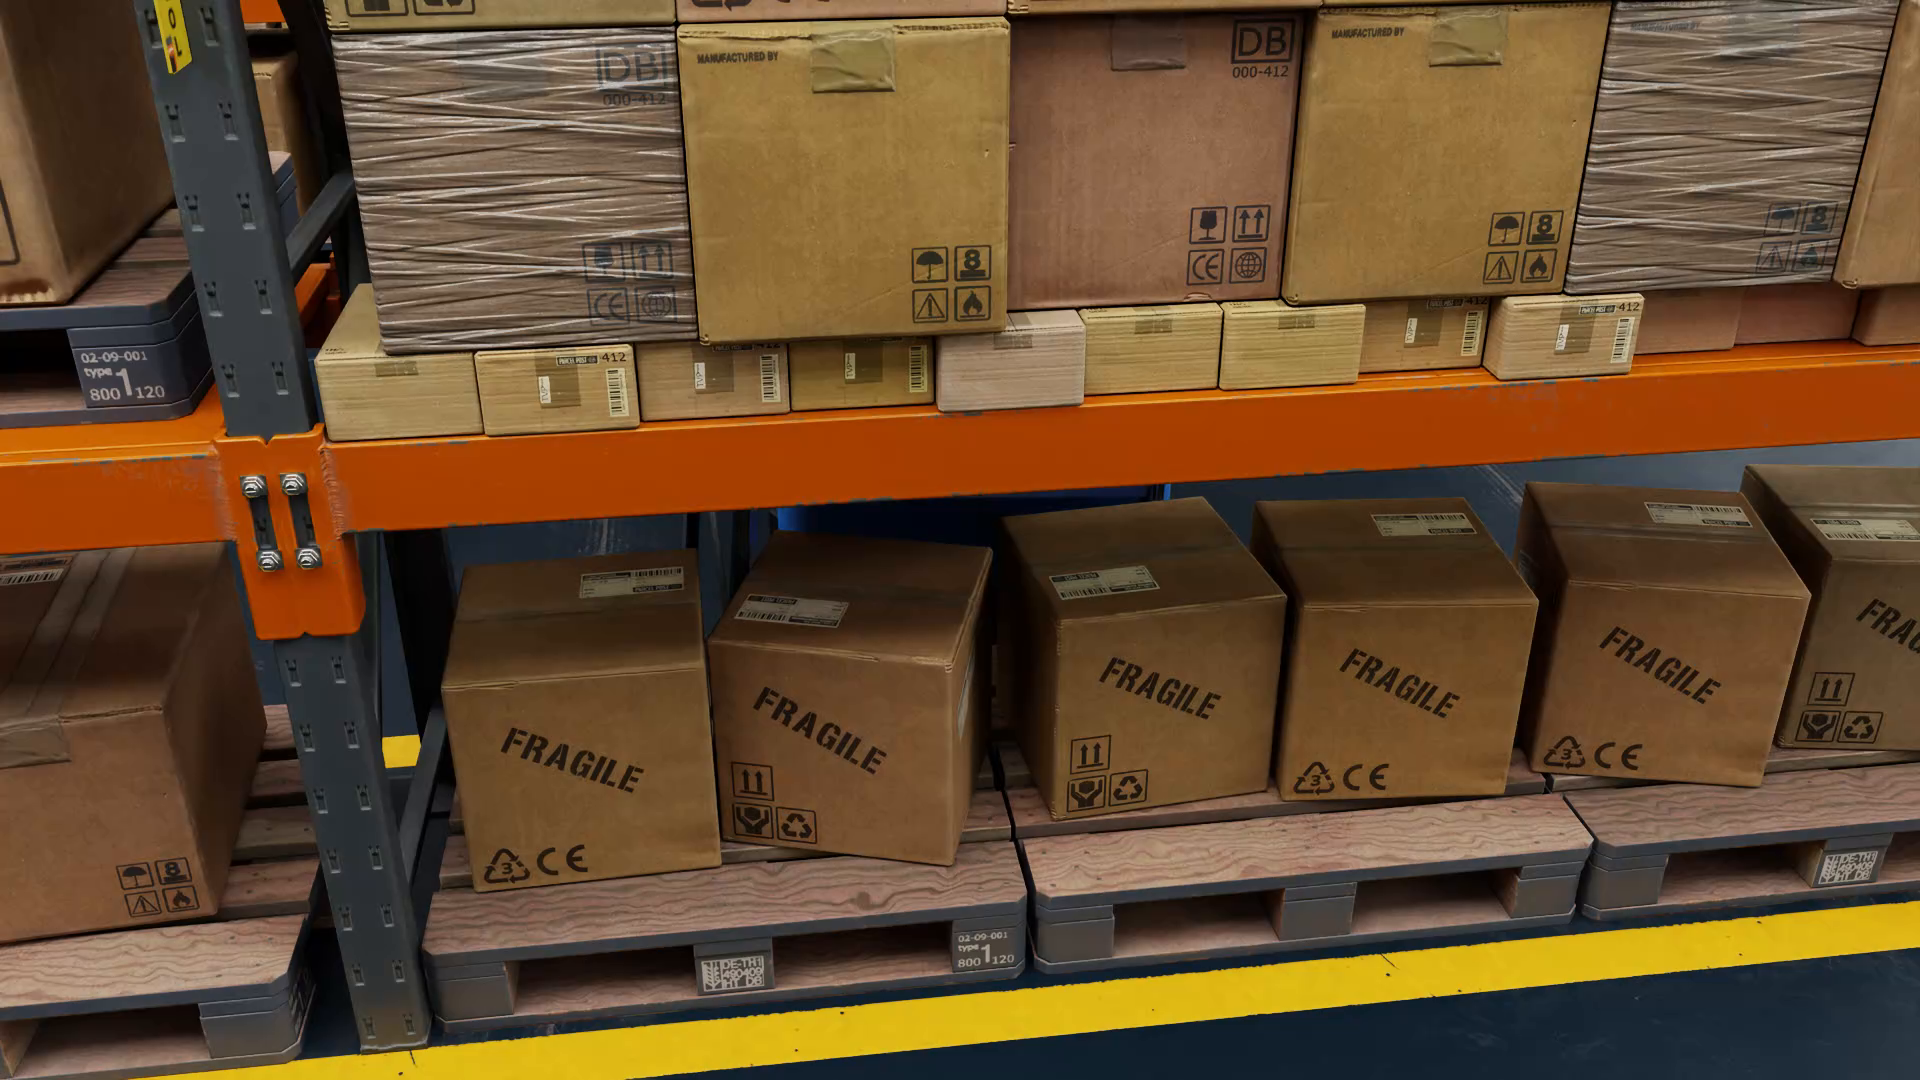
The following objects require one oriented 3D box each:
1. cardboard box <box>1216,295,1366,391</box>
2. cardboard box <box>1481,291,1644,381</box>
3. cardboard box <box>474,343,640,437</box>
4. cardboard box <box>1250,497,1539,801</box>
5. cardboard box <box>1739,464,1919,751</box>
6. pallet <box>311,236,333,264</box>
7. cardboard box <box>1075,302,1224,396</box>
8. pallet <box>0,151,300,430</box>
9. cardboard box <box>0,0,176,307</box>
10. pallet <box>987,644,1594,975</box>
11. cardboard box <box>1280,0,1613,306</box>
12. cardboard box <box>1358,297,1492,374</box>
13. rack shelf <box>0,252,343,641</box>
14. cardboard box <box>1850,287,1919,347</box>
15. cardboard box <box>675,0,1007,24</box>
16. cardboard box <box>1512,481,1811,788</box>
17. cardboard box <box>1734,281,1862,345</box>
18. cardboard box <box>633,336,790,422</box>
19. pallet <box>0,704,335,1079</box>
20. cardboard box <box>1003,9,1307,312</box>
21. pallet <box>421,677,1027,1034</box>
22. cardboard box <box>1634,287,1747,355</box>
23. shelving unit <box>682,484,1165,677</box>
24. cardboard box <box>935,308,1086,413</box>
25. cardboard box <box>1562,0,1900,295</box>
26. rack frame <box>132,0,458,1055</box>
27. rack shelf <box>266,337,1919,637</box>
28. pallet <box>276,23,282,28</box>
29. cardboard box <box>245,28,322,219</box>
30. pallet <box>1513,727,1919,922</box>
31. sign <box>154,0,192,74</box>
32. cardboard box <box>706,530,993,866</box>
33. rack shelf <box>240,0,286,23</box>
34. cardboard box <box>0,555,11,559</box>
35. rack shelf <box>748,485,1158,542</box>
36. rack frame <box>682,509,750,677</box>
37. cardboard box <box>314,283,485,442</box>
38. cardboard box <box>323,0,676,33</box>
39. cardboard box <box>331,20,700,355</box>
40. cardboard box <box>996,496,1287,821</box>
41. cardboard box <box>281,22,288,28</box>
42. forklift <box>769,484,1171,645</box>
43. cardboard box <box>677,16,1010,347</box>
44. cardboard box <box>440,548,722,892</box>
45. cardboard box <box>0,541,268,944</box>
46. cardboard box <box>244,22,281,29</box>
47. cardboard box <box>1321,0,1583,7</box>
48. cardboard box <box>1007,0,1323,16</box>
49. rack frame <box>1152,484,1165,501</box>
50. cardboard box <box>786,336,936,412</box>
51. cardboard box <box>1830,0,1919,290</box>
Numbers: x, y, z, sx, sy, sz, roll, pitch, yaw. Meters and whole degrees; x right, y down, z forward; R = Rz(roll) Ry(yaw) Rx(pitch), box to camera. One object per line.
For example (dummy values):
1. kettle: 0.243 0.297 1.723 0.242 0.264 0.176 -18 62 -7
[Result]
1. cardboard box: 0.553 -0.417 3.053 0.250 0.149 0.380 -4 27 -7
2. cardboard box: 1.052 -0.438 3.094 0.250 0.149 0.380 -4 27 -7
3. cardboard box: -0.681 -0.326 2.875 0.250 0.149 0.380 -4 27 -7
4. cardboard box: 0.945 0.238 3.779 0.500 0.500 0.500 -1 27 -2
5. cardboard box: 2.155 0.153 3.944 0.500 0.500 0.500 1 27 2
6. pallet: -2.530 -1.475 7.893 1.213 0.211 1.003 -4 27 -7
7. cardboard box: 0.304 -0.407 3.032 0.250 0.149 0.380 -4 27 -7
8. pallet: -1.962 -0.482 3.113 1.213 0.211 1.003 -4 27 -7
9. cardboard box: -1.991 -1.016 2.828 1.000 1.000 1.000 -3 27 -7
10. pallet: 0.686 0.553 3.941 1.213 0.211 1.003 -4 27 -7
11. cardboard box: 0.751 -0.834 3.154 0.500 0.500 0.875 -4 27 -7
12. cardboard box: 0.794 -0.454 3.124 0.250 0.149 0.380 -4 27 -7
13. rack shelf: -3.166 -0.103 2.952 4.000 0.370 1.077 -4 27 -7
14. cardboard box: 1.785 -0.517 3.248 0.250 0.149 0.380 -4 27 -7
15. cardboard box: -0.209 -1.118 2.612 0.500 0.500 0.500 -4 27 -7
16. cardboard box: 1.568 0.207 3.840 0.500 0.500 0.500 3 27 6
17. cardboard box: 1.531 -0.520 3.253 0.250 0.149 0.380 -4 27 -7
18. cardboard box: -0.437 -0.354 2.930 0.250 0.149 0.380 -4 27 -7
19. pallet: -1.956 0.741 3.575 1.213 0.211 1.003 -4 27 -7
20. cardboard box: 0.250 -0.821 3.128 0.500 0.500 0.875 -4 27 -7
21. pallet: -0.525 0.632 3.787 1.213 0.211 1.003 -4 27 -7
22. cardboard box: 1.287 -0.494 3.203 0.250 0.149 0.380 -4 27 -7
23. shelving unit: -0.075 -0.328 3.971 1.048 1.500 0.538 -1 14 -23
24. cardboard box: 0.062 -0.372 2.964 0.250 0.149 0.380 -4 27 -7
25. cardboard box: 1.248 -0.860 3.206 0.500 0.500 0.875 -4 27 -7
26. rack frame: -1.185 -0.550 3.036 0.127 3.000 1.000 -4 27 -7
27. rack shelf: 0.795 -0.357 3.448 4.000 0.370 1.077 -4 27 -7
28. pallet: -4.547 -3.660 12.152 1.213 0.211 1.003 -4 27 -7
29. cardboard box: -3.334 -1.845 7.564 0.750 0.750 1.050 -4 27 -7
30. pallet: 1.891 0.477 4.090 1.213 0.211 1.003 -4 27 -7
31. sign: -1.104 -0.814 2.283 0.005 0.325 0.100 -4 27 -7
32. cardboard box: -0.217 0.328 3.603 0.500 0.500 0.500 5 28 9
33. rack shelf: -3.757 -2.351 7.335 4.000 0.370 1.077 -4 27 -7
34. cardboard box: -2.271 0.418 3.407 0.500 0.500 0.700 -4 27 -7
35. rack shelf: -0.088 -0.153 4.010 1.000 0.185 0.538 -1 14 -23
36. rack frame: -0.543 -0.320 3.774 0.032 1.500 0.500 -1 14 -23
37. cardboard box: -0.930 -0.316 2.855 0.250 0.149 0.380 -4 27 -7
38. cardboard box: -0.704 -1.085 2.549 0.500 0.500 0.500 -4 27 -7
39. cardboard box: -0.731 -0.727 2.947 0.500 0.500 0.875 -4 27 -7
40. cardboard box: 0.386 0.253 3.749 0.500 0.500 0.500 -6 28 -12
41. cardboard box: -4.485 -3.921 12.024 0.625 0.372 0.950 -3 27 -5
42. forklift: -0.030 -1.589 5.136 1.130 2.935 3.031 -1 27 -2
43. cardboard box: -0.231 -0.743 2.978 0.500 0.500 0.875 -4 27 -7
44. cardboard box: -0.784 0.368 3.525 0.500 0.500 0.500 -4 28 -9
45. cardboard box: -1.796 0.396 3.449 0.500 0.500 0.700 -6 28 -11
46. cardboard box: -5.236 -3.875 11.935 0.625 0.372 0.950 -4 27 -8
47. cardboard box: 0.779 -1.186 2.745 0.500 0.500 0.500 -4 27 -7
48. cardboard box: 0.286 -1.149 2.674 0.500 0.500 0.500 -4 27 -7
49. rack frame: 0.394 -0.336 4.167 0.032 1.500 0.500 -1 14 -23
50. cardboard box: -0.191 -0.375 2.969 0.250 0.149 0.380 -4 27 -7
51. cardboard box: 1.749 -0.873 3.230 0.500 0.500 0.875 -4 27 -7
